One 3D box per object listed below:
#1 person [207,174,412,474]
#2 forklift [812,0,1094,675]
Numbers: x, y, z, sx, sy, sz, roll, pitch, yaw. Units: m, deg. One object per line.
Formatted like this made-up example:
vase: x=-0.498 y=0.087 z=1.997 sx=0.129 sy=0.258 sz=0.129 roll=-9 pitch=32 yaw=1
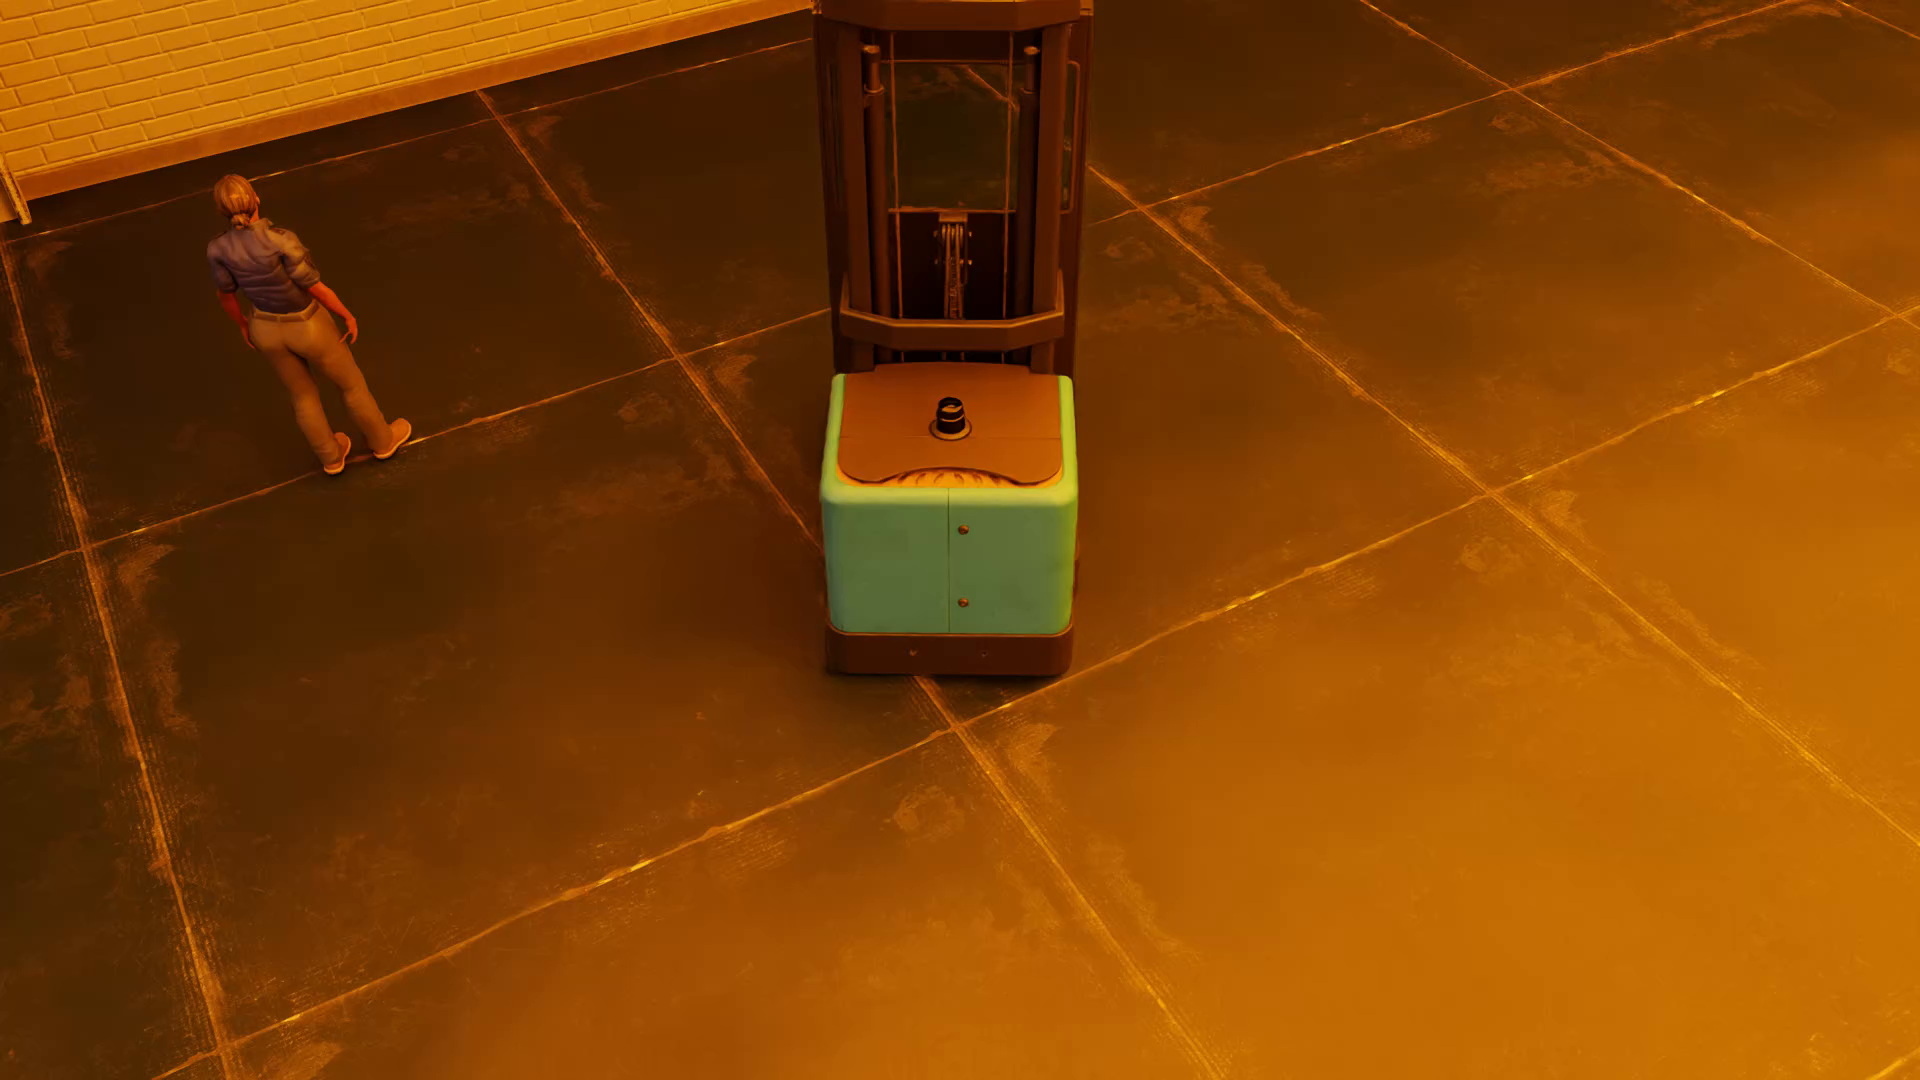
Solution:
person: x=-3.060 y=-1.022 z=7.729 sx=0.568 sy=1.654 sz=0.505 roll=0 pitch=43 yaw=0
forklift: x=-0.024 y=-1.475 z=7.288 sx=1.130 sy=2.935 sz=3.031 roll=1 pitch=43 yaw=1
